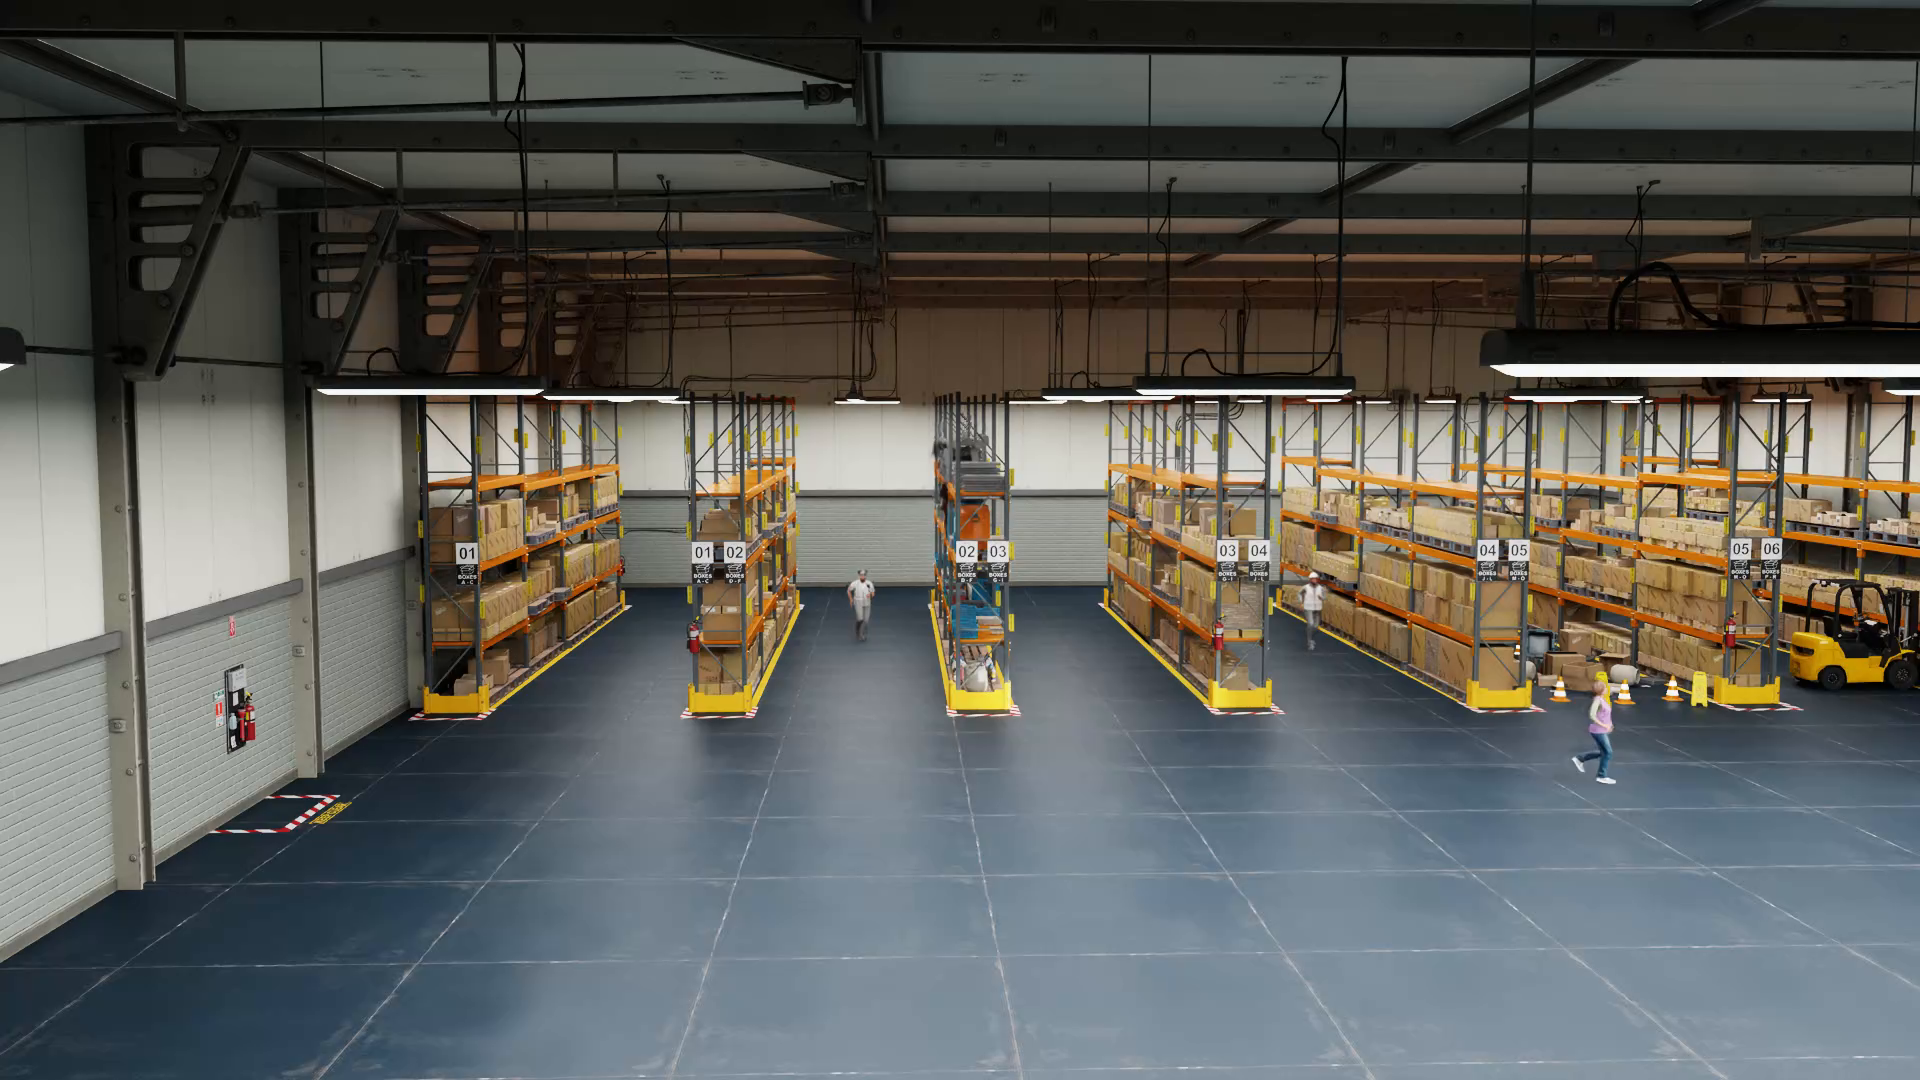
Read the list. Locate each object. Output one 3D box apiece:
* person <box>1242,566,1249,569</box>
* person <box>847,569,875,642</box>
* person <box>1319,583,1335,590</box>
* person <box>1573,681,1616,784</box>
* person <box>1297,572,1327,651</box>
[{"bbox_3d":[7.895,1.091,47.161,0.765,1.744,0.641,2,5,20],"label":"person"},{"bbox_3d":[-2.378,1.594,40.597,0.637,1.770,0.683,-1,5,-18],"label":"person"},{"bbox_3d":[10.701,0.990,48.930,0.653,1.629,0.832,-4,6,-40],"label":"person"},{"bbox_3d":[9.662,2.917,25.300,0.631,1.568,0.553,2,5,27],"label":"person"},{"bbox_3d":[8.340,1.674,39.394,0.598,1.822,0.825,-1,5,-6],"label":"person"}]
